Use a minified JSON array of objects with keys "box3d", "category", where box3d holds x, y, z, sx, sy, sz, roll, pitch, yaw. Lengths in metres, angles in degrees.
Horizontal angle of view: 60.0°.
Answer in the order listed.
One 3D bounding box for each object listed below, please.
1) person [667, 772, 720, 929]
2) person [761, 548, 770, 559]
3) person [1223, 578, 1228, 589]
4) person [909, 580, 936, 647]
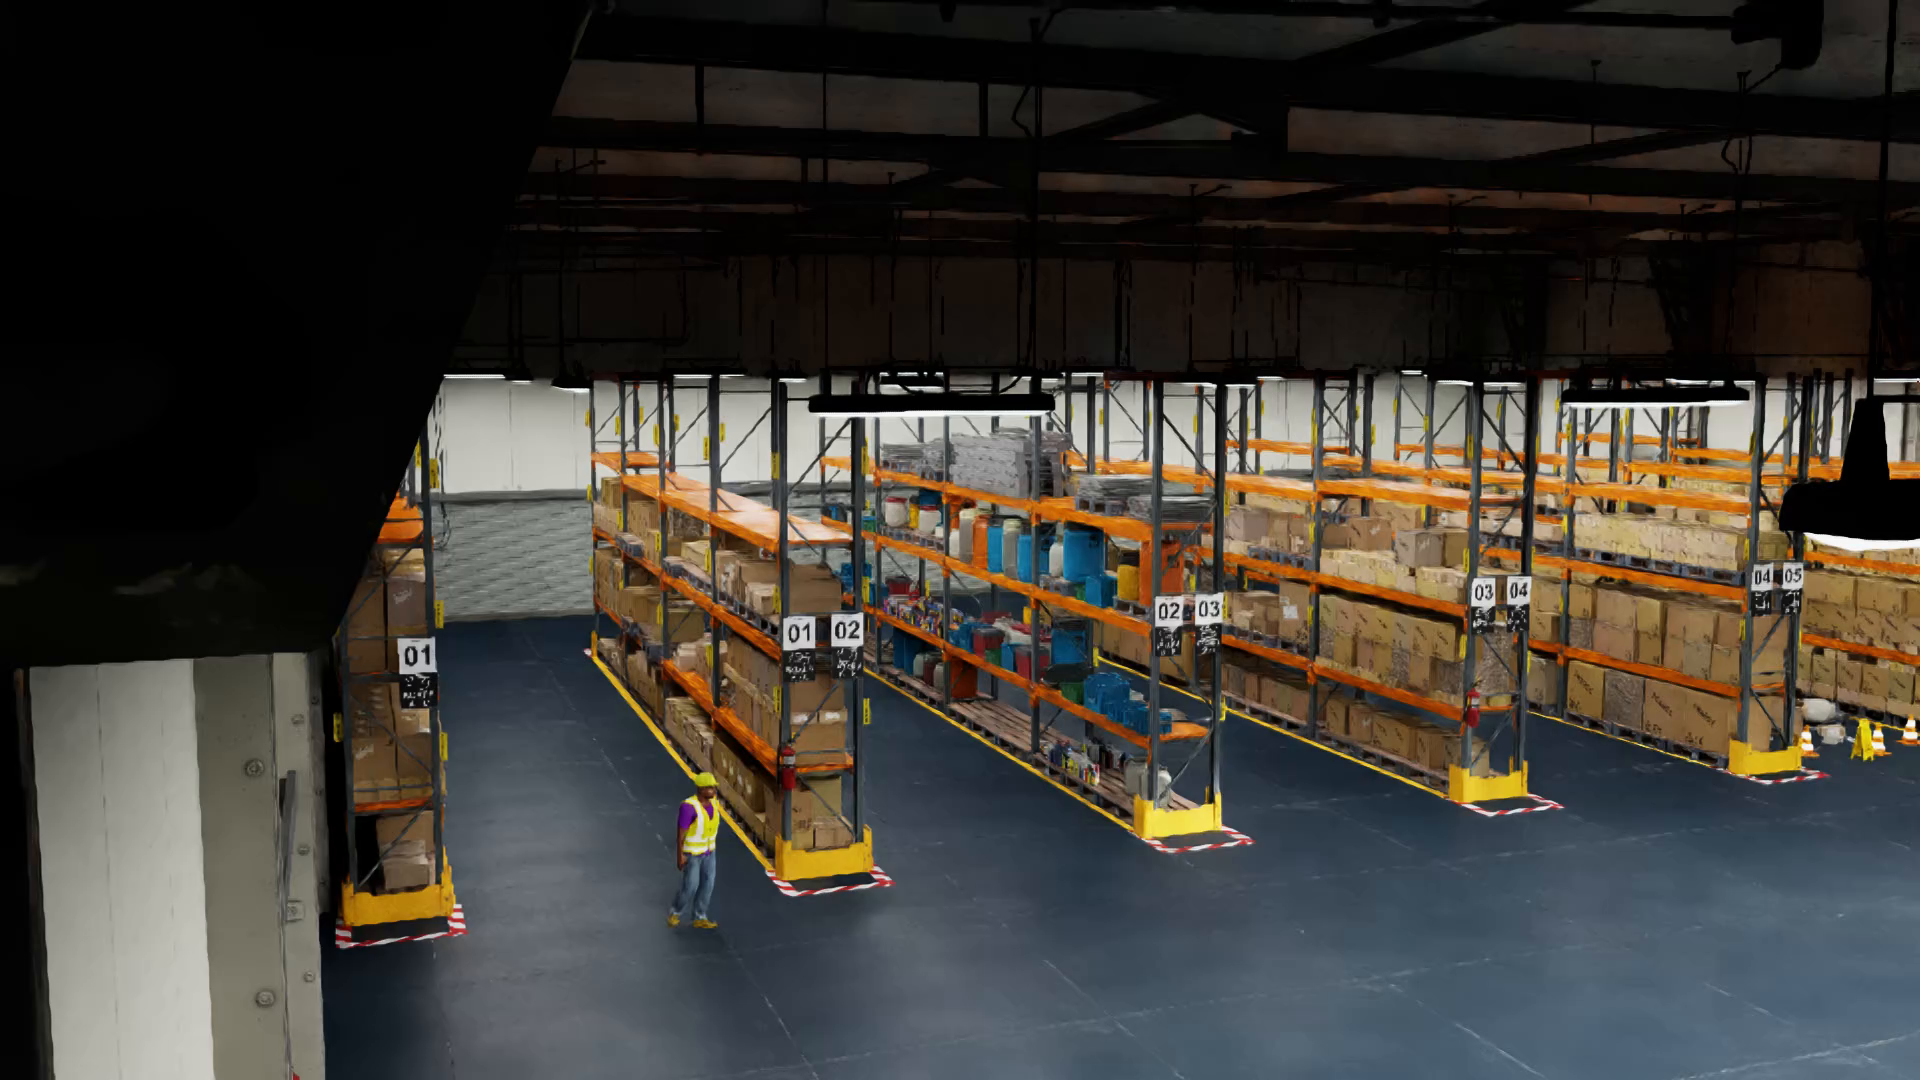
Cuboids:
[{"box3d":[-2.935,3.421,18.367,0.579,1.750,0.611,4,8,34],"category":"person"},{"box3d":[-4.826,0.994,40.698,0.421,1.588,0.565,1,6,8],"category":"person"},{"box3d":[5.450,1.584,35.018,0.526,1.665,0.566,1,6,9],"category":"person"},{"box3d":[-0.845,1.617,34.782,0.691,1.669,0.798,-6,8,-41],"category":"person"}]
